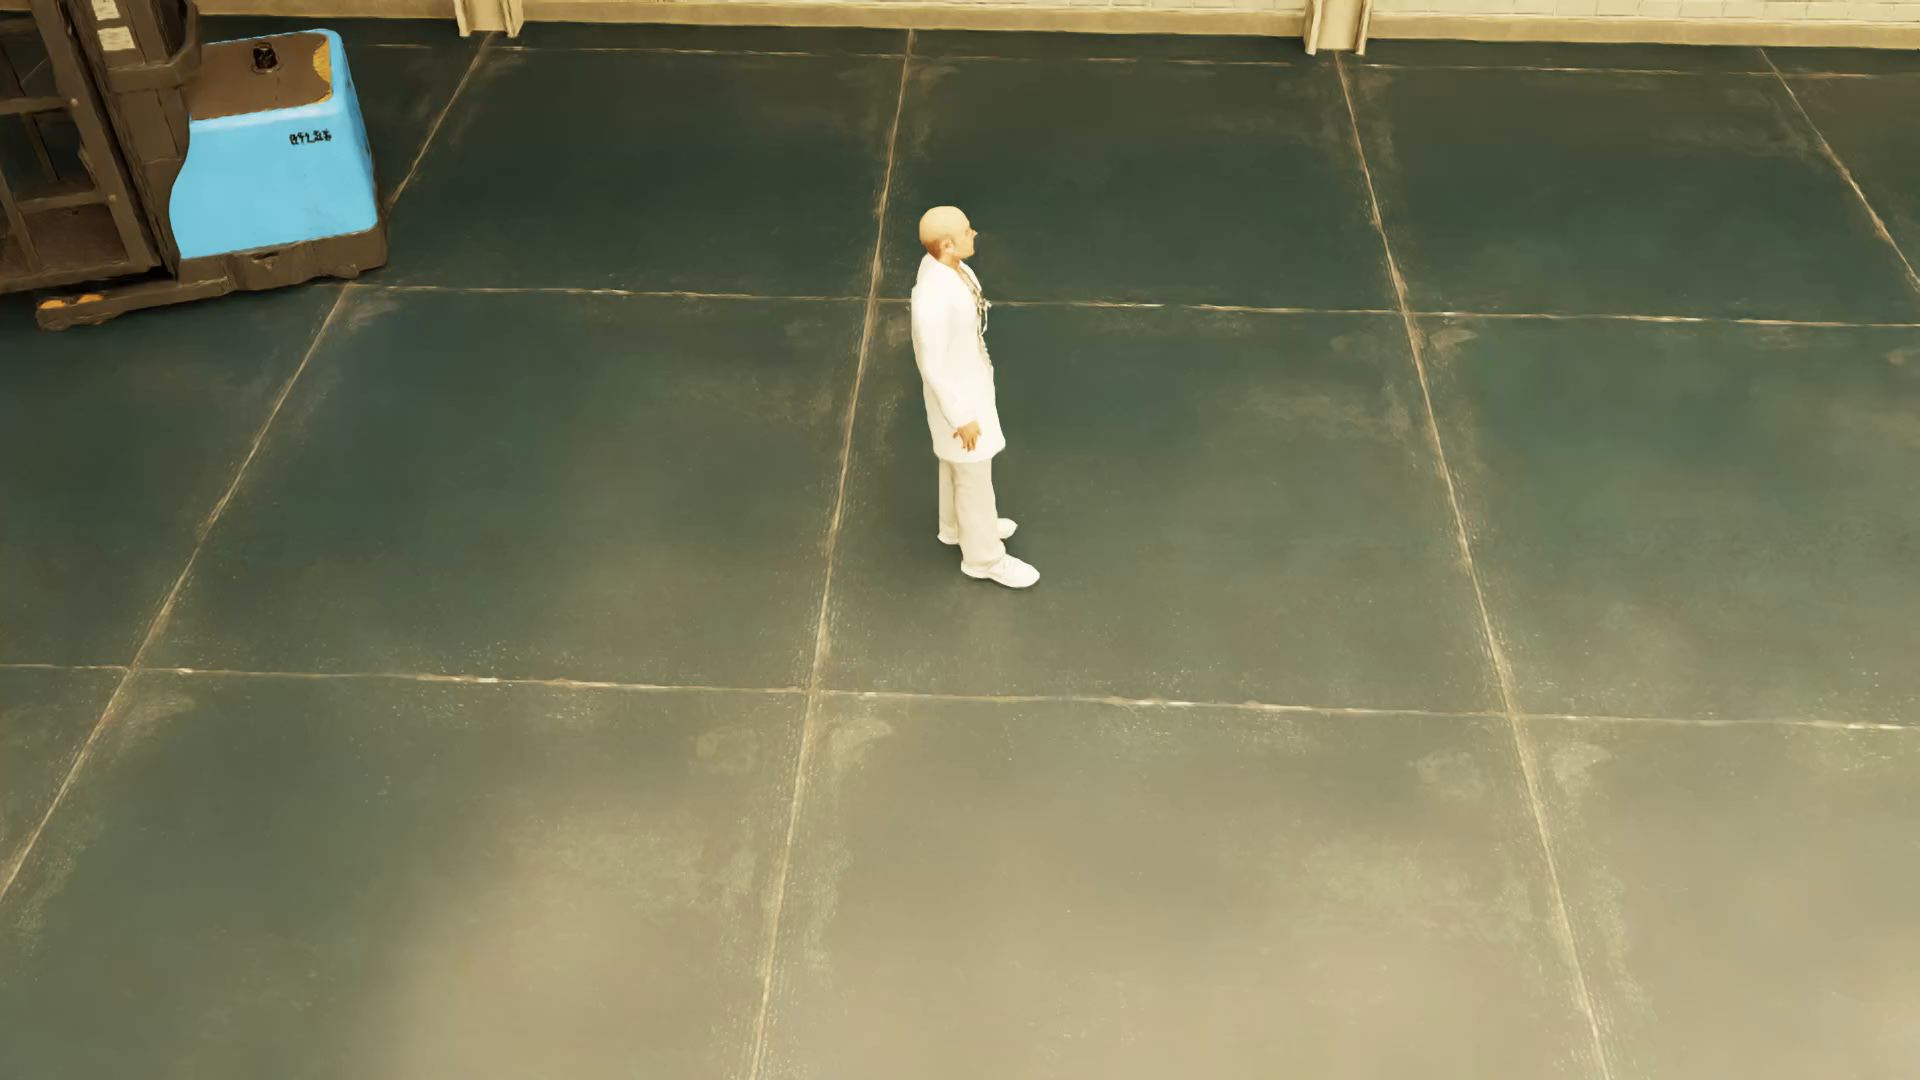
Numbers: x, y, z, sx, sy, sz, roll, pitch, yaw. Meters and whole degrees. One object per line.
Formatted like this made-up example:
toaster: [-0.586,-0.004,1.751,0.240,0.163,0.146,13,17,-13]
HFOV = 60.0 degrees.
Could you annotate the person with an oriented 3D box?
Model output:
person: [0.091,-0.656,7.305,0.579,1.776,0.694,2,42,2]

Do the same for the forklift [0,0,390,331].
forklift: [-4.864,-2.638,8.632,3.031,2.935,1.130,-12,44,-13]
